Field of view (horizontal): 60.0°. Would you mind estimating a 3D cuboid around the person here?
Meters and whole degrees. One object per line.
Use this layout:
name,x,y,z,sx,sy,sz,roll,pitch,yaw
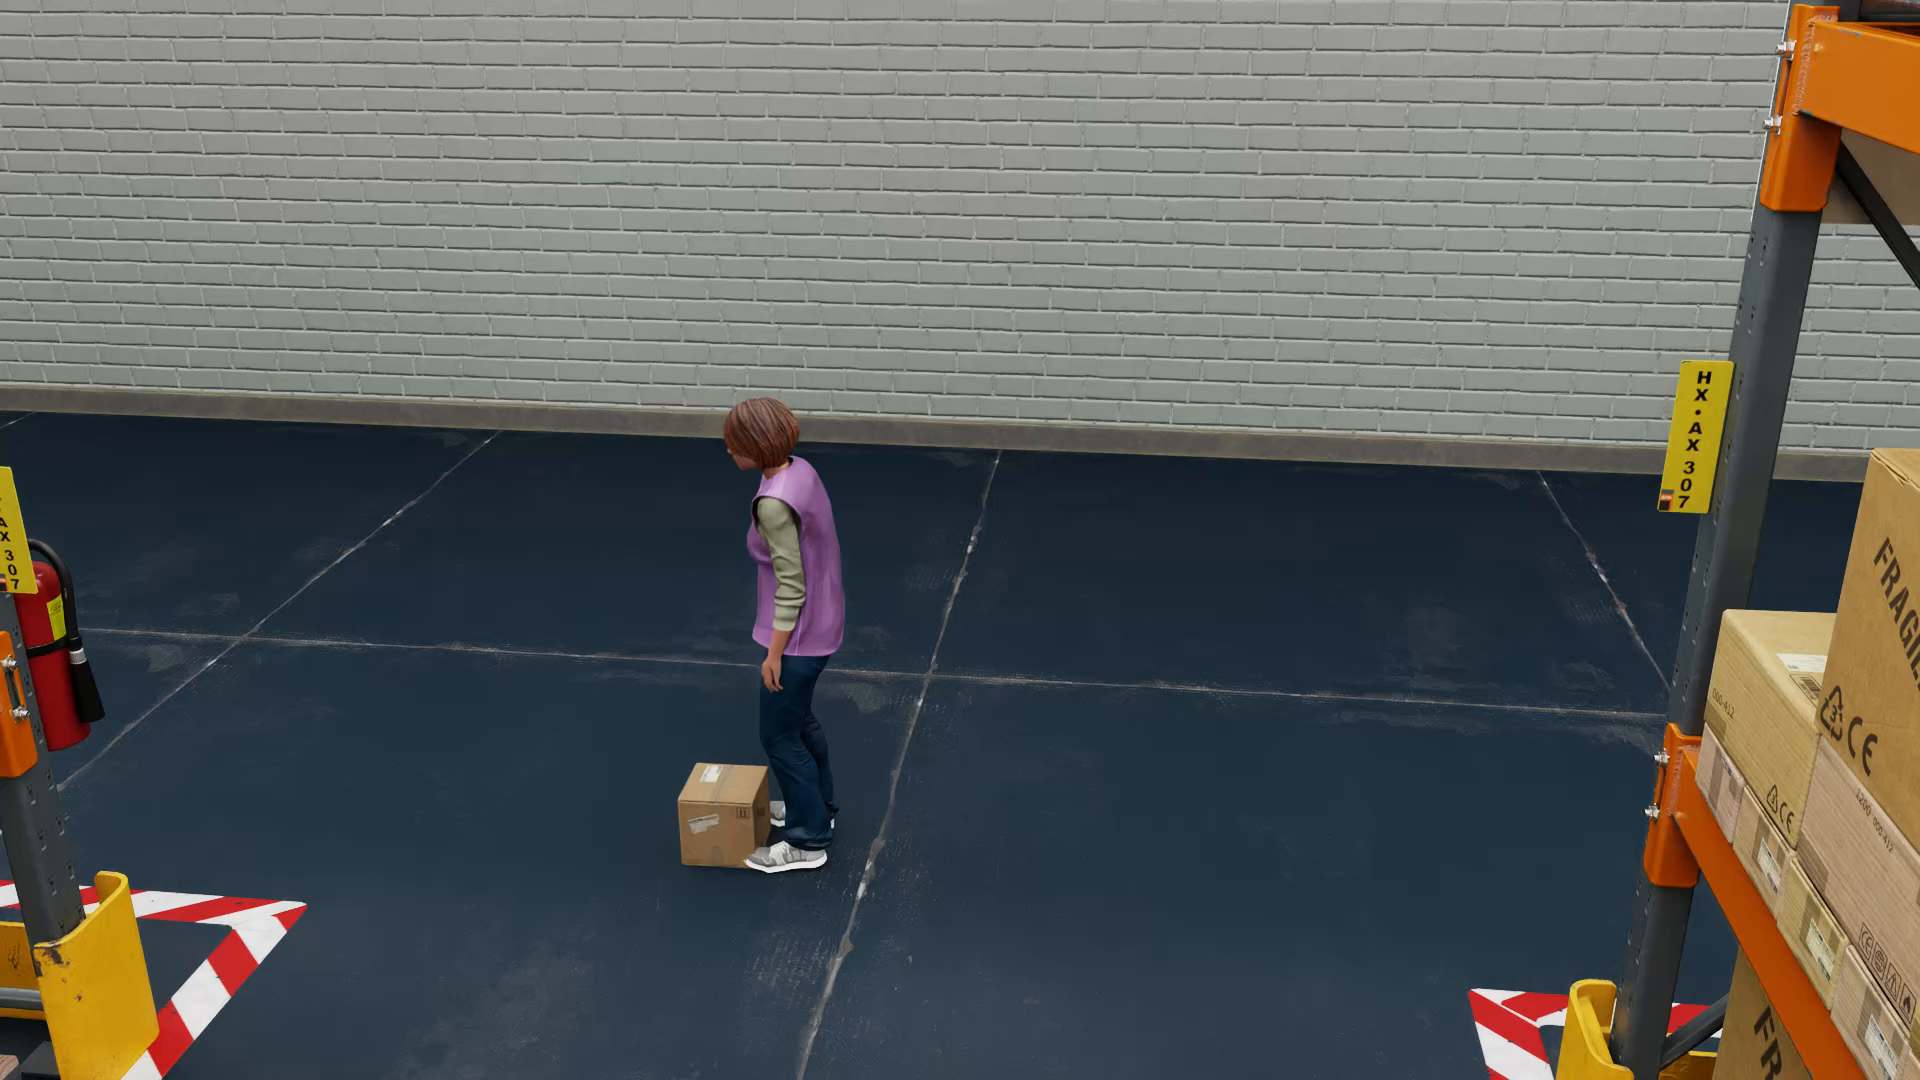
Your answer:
person,-0.541,0.307,5.323,0.346,1.591,0.466,2,22,4
